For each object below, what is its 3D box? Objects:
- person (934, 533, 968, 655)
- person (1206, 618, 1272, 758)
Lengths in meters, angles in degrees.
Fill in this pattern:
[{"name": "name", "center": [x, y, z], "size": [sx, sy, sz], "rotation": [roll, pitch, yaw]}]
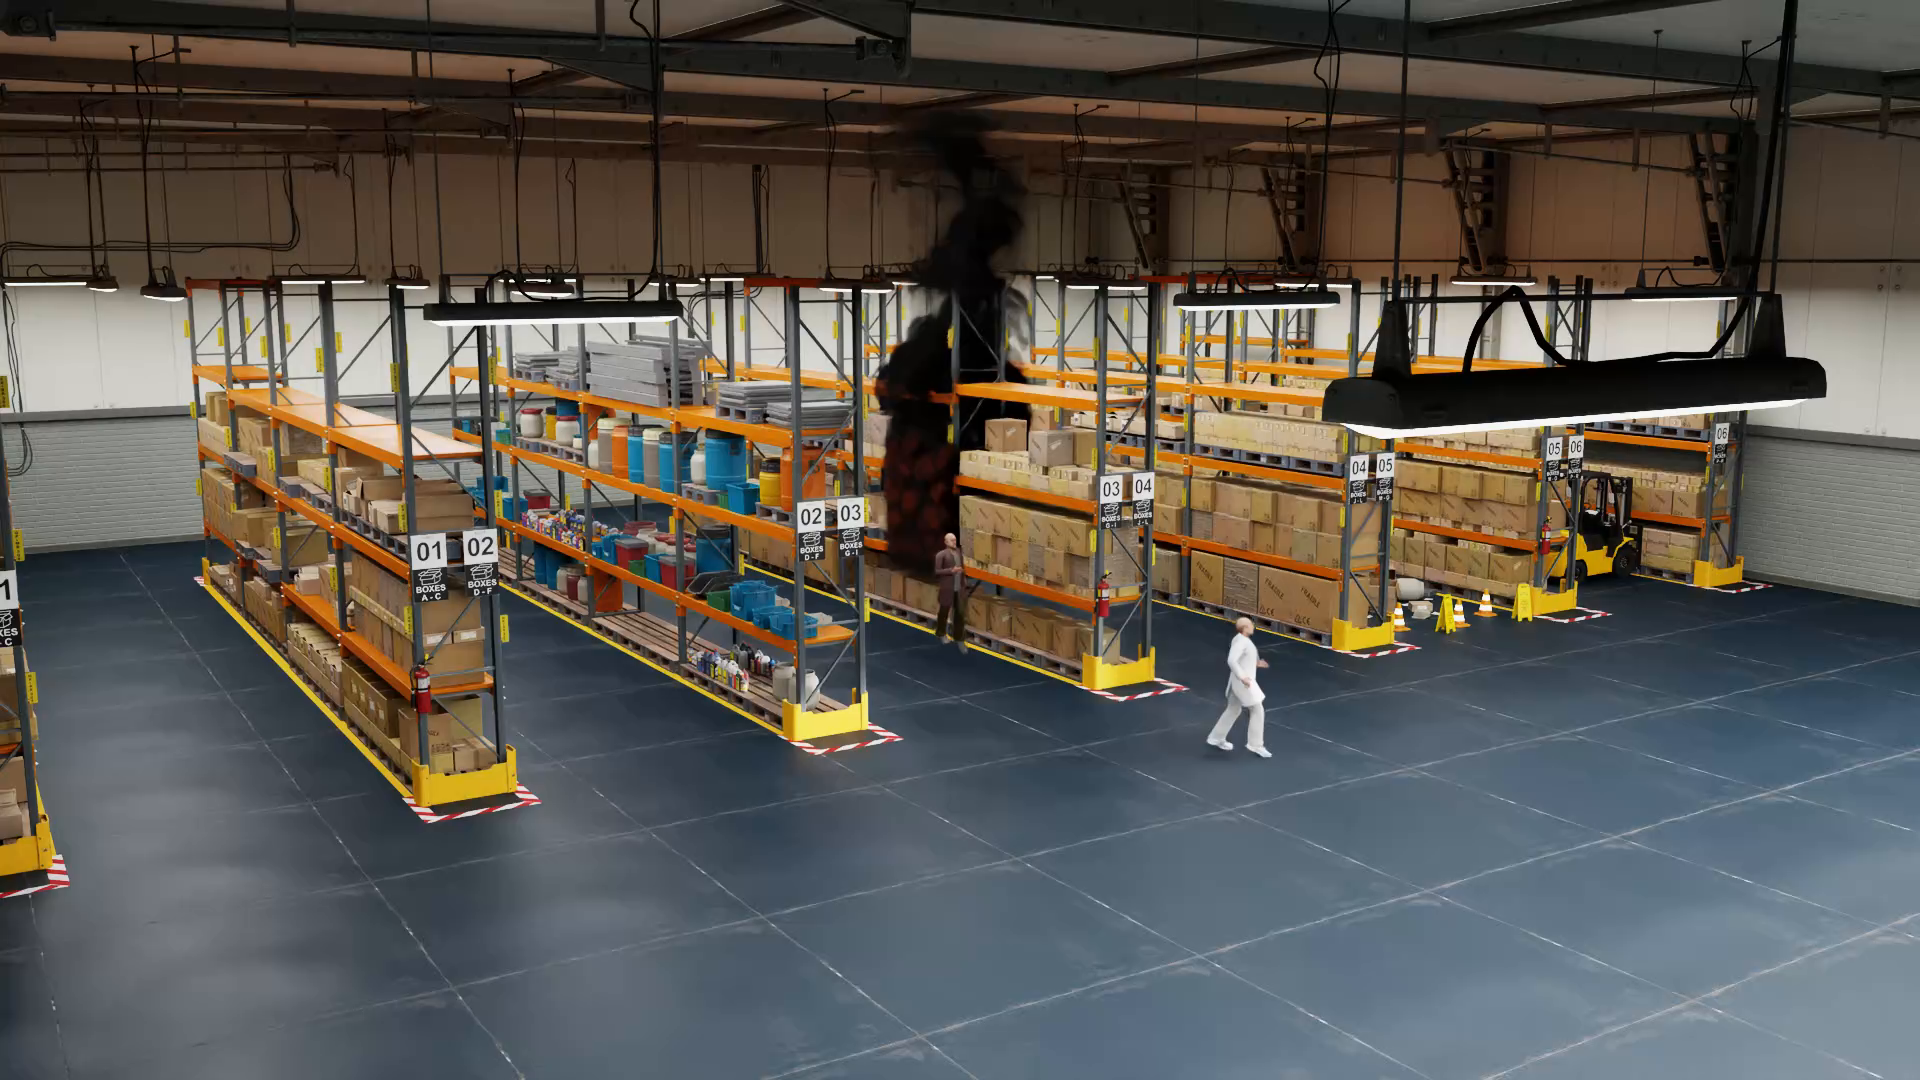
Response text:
[{"name": "person", "center": [-0.115, 0.836, 26.100], "size": [0.685, 1.903, 0.770], "rotation": [-6, 12, -34]}, {"name": "person", "center": [3.607, 1.940, 21.373], "size": [0.840, 1.752, 0.719], "rotation": [-1, 10, -5]}]
